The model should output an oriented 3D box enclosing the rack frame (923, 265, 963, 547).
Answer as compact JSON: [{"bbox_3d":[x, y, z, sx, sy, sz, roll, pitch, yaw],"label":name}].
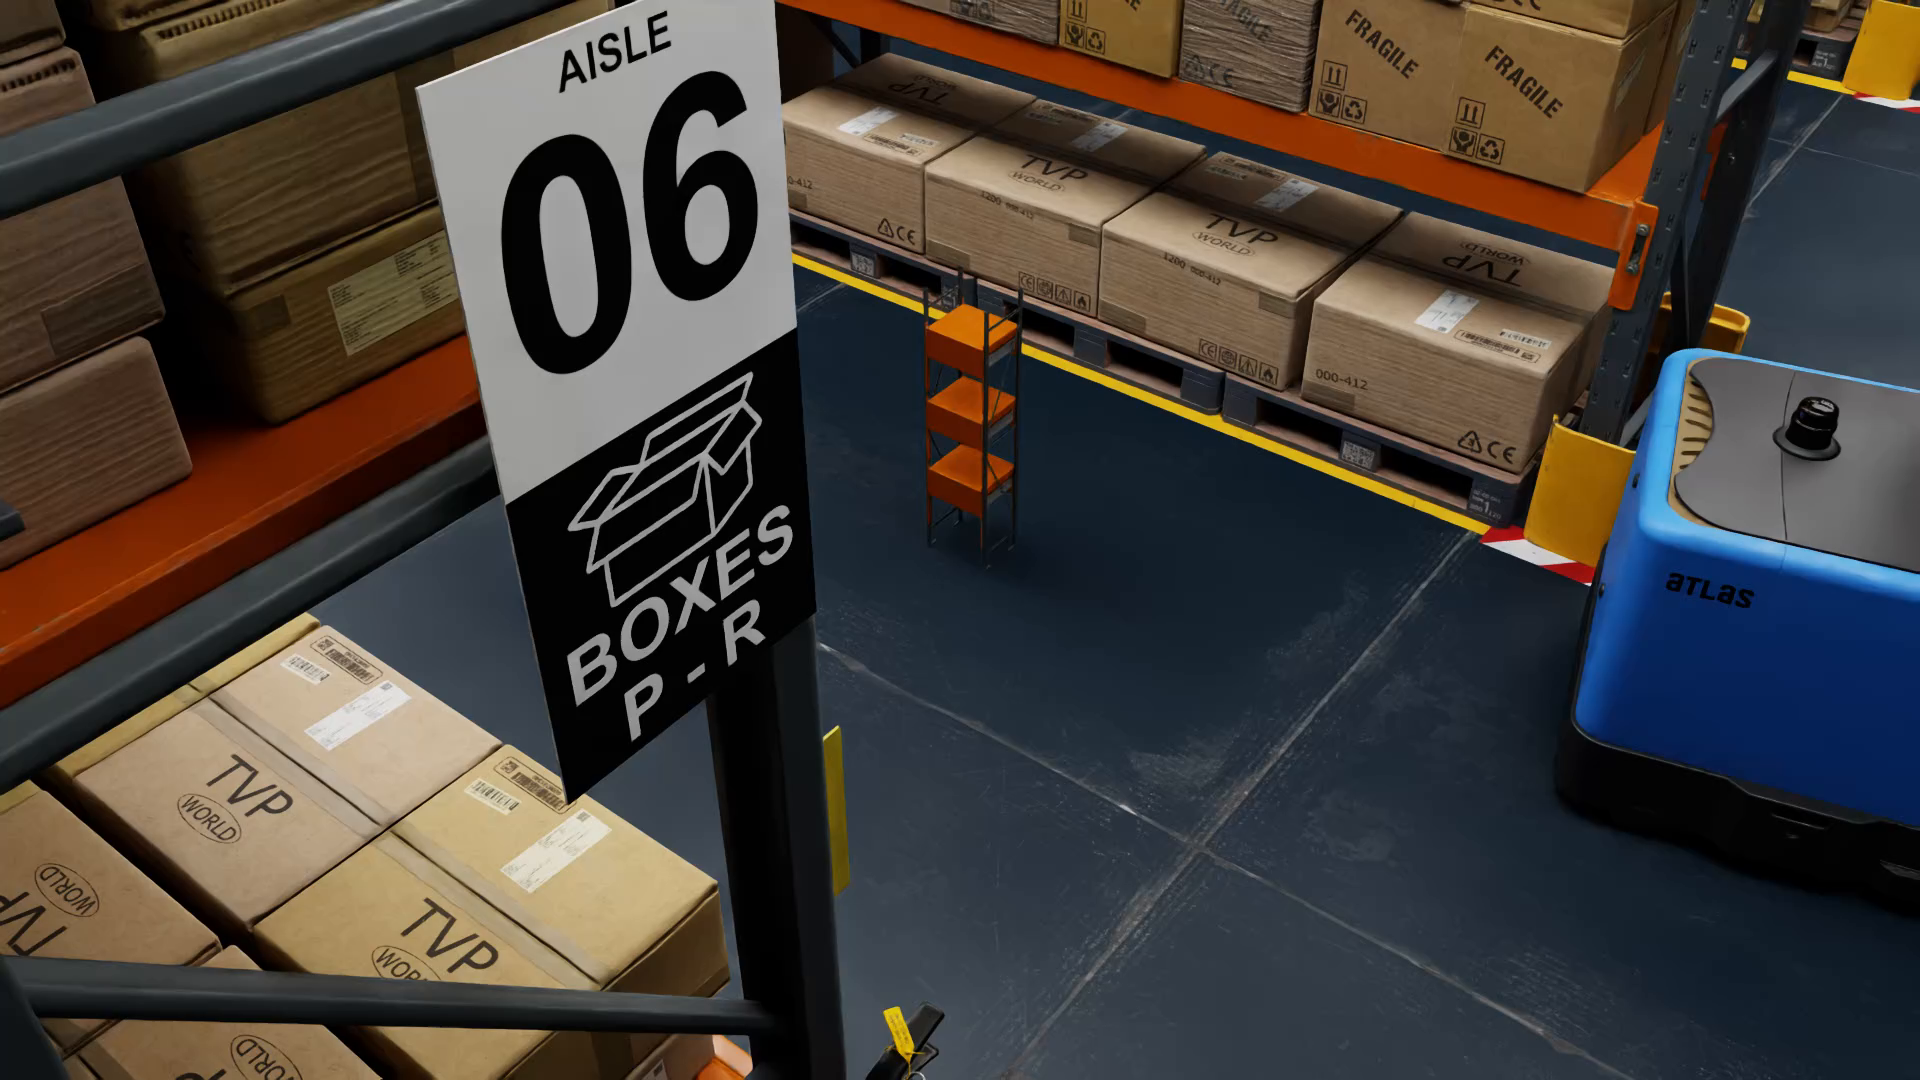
[{"bbox_3d":[-0.054,-0.439,5.713,0.008,1.050,0.200,25,45,29],"label":"rack frame"}]

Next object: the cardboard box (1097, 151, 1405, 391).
[{"bbox_3d":[1.170,-1.112,6.729,0.875,0.438,0.875,27,45,30],"label":"cardboard box"}]

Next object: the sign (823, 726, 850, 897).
[{"bbox_3d":[-0.196,0.407,2.349,0.005,0.325,0.100,25,45,29],"label":"sign"}]

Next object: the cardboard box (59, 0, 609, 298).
[{"bbox_3d":[-0.712,-0.526,1.690,0.500,0.250,0.500,25,44,28],"label":"cardboard box"}]

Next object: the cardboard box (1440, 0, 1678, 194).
[{"bbox_3d":[1.943,-1.509,5.417,0.500,0.500,0.500,26,45,29],"label":"cardboard box"}]

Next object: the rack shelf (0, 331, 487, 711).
[{"bbox_3d":[-2.114,-0.634,2.530,4.000,0.370,1.077,25,45,29],"label":"rack shelf"}]

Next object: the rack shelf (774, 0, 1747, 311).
[{"bbox_3d":[0.899,-1.884,6.561,4.000,0.370,1.077,25,45,29],"label":"rack shelf"}]

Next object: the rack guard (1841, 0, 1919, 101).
[{"bbox_3d":[5.354,-2.925,9.334,0.348,0.500,1.175,25,45,29],"label":"rack guard"}]

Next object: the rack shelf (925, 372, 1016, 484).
[{"bbox_3d":[0.042,-0.385,5.661,0.240,0.259,0.215,25,45,29],"label":"rack shelf"}]

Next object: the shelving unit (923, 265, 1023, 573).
[{"bbox_3d":[0.042,-0.393,5.655,0.252,1.050,0.215,25,45,29],"label":"shelving unit"}]

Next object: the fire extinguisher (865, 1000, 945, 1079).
[{"bbox_3d":[-0.128,1.019,2.634,0.183,0.674,0.296,25,45,29],"label":"fire extinguisher"}]

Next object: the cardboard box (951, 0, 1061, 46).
[{"bbox_3d":[0.312,-2.272,6.392,0.500,0.500,0.500,26,45,29],"label":"cardboard box"}]

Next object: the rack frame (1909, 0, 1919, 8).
[{"bbox_3d":[5.414,-3.880,8.527,0.127,3.000,1.000,25,45,29],"label":"rack frame"}]

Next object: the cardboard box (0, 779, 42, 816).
[{"bbox_3d":[-1.851,0.531,2.772,0.500,0.250,0.500,27,45,30],"label":"cardboard box"}]

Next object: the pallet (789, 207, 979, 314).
[{"bbox_3d":[-0.133,-1.496,7.743,1.213,0.211,1.003,25,45,29],"label":"pallet"}]

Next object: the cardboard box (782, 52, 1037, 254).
[{"bbox_3d":[-0.256,-1.785,7.589,0.875,0.438,0.875,25,44,28],"label":"cardboard box"}]

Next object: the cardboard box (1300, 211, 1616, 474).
[{"bbox_3d":[1.902,-0.773,6.296,0.875,0.438,0.875,24,44,27],"label":"cardboard box"}]

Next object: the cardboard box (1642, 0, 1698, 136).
[{"bbox_3d":[2.281,-1.778,5.761,0.500,0.500,0.500,25,44,28],"label":"cardboard box"}]

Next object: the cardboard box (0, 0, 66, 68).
[{"bbox_3d":[-1.048,-0.452,1.190,0.500,0.250,0.500,24,44,27],"label":"cardboard box"}]

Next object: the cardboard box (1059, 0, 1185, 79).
[{"bbox_3d":[0.721,-2.079,6.145,0.500,0.500,0.500,27,45,30],"label":"cardboard box"}]

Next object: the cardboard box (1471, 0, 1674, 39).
[{"bbox_3d":[1.960,-1.916,5.125,0.500,0.500,0.500,27,45,30],"label":"cardboard box"}]

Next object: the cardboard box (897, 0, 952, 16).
[{"bbox_3d":[-0.079,-2.462,6.634,0.500,0.500,0.500,26,45,29],"label":"cardboard box"}]

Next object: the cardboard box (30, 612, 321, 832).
[{"bbox_3d":[-1.527,0.276,3.098,0.500,0.250,0.500,24,44,28],"label":"cardboard box"}]

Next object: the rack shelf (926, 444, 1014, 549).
[{"bbox_3d":[0.042,-0.166,5.833,0.240,0.259,0.215,25,45,29],"label":"rack shelf"}]

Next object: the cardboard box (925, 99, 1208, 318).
[{"bbox_3d":[0.455,-1.451,7.161,0.875,0.438,0.875,24,44,27],"label":"cardboard box"}]

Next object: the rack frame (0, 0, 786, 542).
[{"bbox_3d":[-0.525,-1.349,0.427,0.127,3.000,1.000,25,45,29],"label":"rack frame"}]

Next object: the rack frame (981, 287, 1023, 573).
[{"bbox_3d":[0.139,-0.348,5.596,0.008,1.050,0.200,25,45,29],"label":"rack frame"}]

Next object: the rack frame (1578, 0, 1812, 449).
[{"bbox_3d":[2.487,-1.419,5.383,0.127,3.000,1.000,25,45,29],"label":"rack frame"}]

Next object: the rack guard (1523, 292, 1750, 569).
[{"bbox_3d":[2.506,-0.425,6.142,0.348,0.500,1.175,25,45,29],"label":"rack guard"}]

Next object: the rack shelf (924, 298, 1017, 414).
[{"bbox_3d":[0.042,-0.608,5.486,0.240,0.259,0.215,25,45,29],"label":"rack shelf"}]

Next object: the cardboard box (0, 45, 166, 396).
[{"bbox_3d":[-1.044,-0.259,1.349,0.500,0.250,0.500,24,44,28],"label":"cardboard box"}]

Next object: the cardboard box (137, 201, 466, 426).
[{"bbox_3d":[-0.637,-0.302,1.727,0.250,0.149,0.380,26,45,29],"label":"cardboard box"}]

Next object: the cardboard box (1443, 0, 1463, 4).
[{"bbox_3d":[1.527,-2.097,5.357,0.500,0.500,0.500,25,45,29],"label":"cardboard box"}]

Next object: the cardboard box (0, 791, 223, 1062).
[{"bbox_3d":[-1.461,0.719,2.533,0.500,0.250,0.500,25,45,29],"label":"cardboard box"}]

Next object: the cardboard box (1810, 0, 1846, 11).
[{"bbox_3d":[4.822,-3.098,9.259,0.250,0.149,0.380,24,44,27],"label":"cardboard box"}]

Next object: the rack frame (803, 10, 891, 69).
[{"bbox_3d":[-0.690,-2.917,7.296,0.127,3.000,1.000,25,45,29],"label":"rack frame"}]

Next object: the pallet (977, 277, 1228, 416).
[{"bbox_3d":[0.840,-1.039,7.160,1.213,0.211,1.003,25,45,29],"label":"pallet"}]

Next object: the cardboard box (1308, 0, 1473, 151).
[{"bbox_3d":[1.554,-1.704,5.667,0.500,0.500,0.500,24,44,28],"label":"cardboard box"}]

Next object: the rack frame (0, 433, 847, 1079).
[{"bbox_3d":[-0.525,1.013,2.277,0.127,3.000,1.000,25,45,29],"label":"rack frame"}]

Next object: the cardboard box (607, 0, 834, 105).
[{"bbox_3d":[-1.231,-2.438,8.068,0.875,0.875,0.875,27,45,30],"label":"cardboard box"}]

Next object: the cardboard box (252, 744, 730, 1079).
[{"bbox_3d":[-0.722,0.653,2.617,0.500,0.250,0.500,25,45,29],"label":"cardboard box"}]

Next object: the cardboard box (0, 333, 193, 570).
[{"bbox_3d":[-0.920,-0.075,1.438,0.250,0.149,0.380,27,45,30],"label":"cardboard box"}]

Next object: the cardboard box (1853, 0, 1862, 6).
[{"bbox_3d":[5.193,-3.276,9.727,0.250,0.149,0.380,26,45,29],"label":"cardboard box"}]

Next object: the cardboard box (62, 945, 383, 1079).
[{"bbox_3d":[-1.052,0.913,2.285,0.500,0.250,0.500,27,45,30],"label":"cardboard box"}]

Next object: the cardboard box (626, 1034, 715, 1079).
[{"bbox_3d":[-0.620,0.855,2.683,0.250,0.149,0.380,25,44,28],"label":"cardboard box"}]

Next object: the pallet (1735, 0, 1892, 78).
[{"bbox_3d":[4.730,-3.132,9.834,1.213,0.211,1.003,25,45,29],"label":"pallet"}]

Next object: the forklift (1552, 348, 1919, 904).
[{"bbox_3d":[3.342,-0.279,3.983,3.031,2.935,1.130,15,40,18],"label":"forklift"}]

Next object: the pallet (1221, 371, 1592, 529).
[{"bbox_3d":[1.805,-0.582,6.576,1.213,0.211,1.003,25,45,29],"label":"pallet"}]

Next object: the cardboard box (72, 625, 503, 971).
[{"bbox_3d":[-1.123,0.465,2.858,0.500,0.250,0.500,26,45,29],"label":"cardboard box"}]

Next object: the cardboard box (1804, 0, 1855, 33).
[{"bbox_3d":[4.870,-3.018,9.398,0.250,0.149,0.380,26,45,29],"label":"cardboard box"}]

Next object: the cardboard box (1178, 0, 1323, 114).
[{"bbox_3d":[1.139,-1.892,5.906,0.500,0.500,0.500,27,45,30],"label":"cardboard box"}]

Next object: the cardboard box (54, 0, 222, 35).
[{"bbox_3d":[-0.725,-0.712,1.522,0.500,0.250,0.500,25,44,28],"label":"cardboard box"}]

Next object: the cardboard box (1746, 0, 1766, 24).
[{"bbox_3d":[4.604,-3.065,9.457,0.250,0.149,0.380,27,45,30],"label":"cardboard box"}]

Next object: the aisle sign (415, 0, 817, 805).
[{"bbox_3d":[-0.293,-0.129,1.626,0.004,0.787,0.394,25,45,29],"label":"aisle sign"}]
